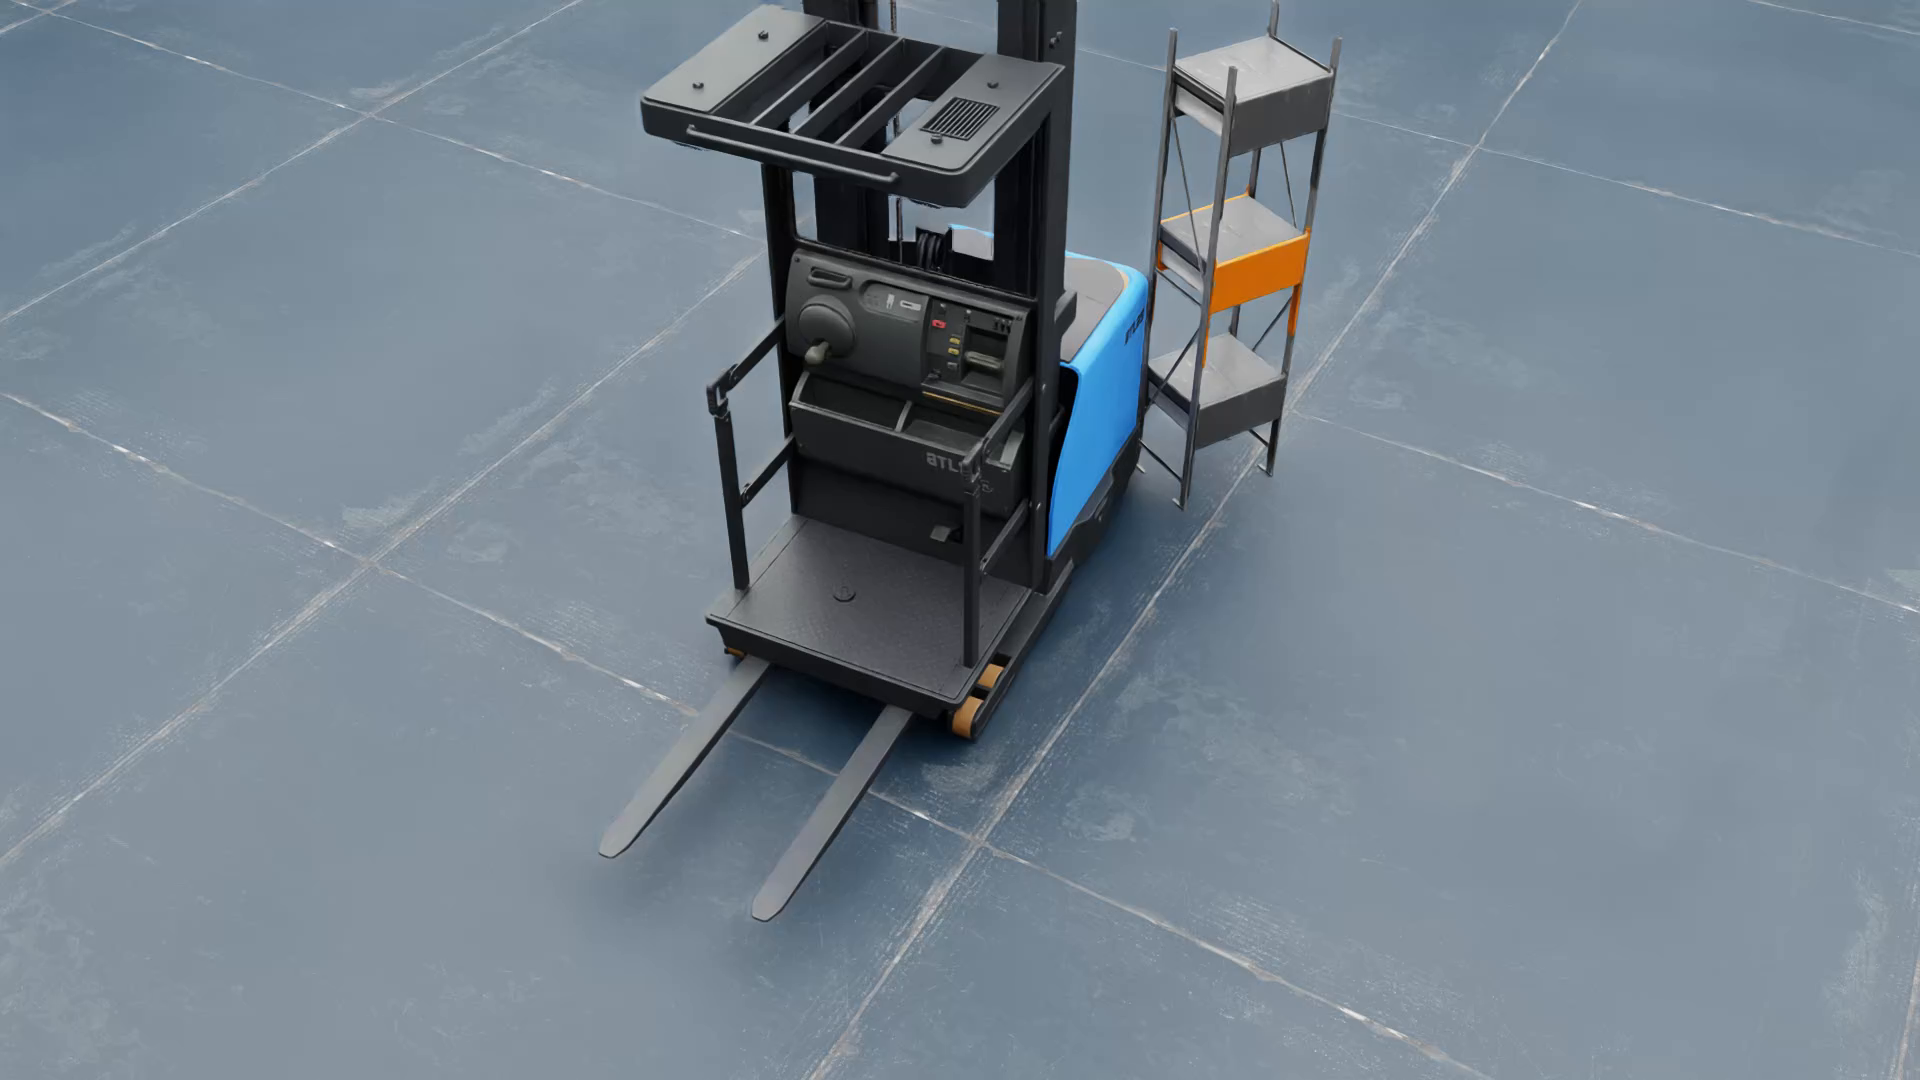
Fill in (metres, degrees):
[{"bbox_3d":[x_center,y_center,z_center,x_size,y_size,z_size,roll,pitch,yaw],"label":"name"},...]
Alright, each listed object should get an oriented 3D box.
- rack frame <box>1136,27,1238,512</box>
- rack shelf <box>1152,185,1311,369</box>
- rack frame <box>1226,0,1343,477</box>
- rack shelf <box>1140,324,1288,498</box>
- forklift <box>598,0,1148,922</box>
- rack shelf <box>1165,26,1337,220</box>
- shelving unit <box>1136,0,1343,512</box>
[{"bbox_3d":[0.898,-1.029,6.830,0.015,2.100,0.400,-21,46,-22],"label":"rack frame"},{"bbox_3d":[1.108,-1.100,6.931,0.480,0.518,0.431,-21,46,-22],"label":"rack shelf"},{"bbox_3d":[1.318,-1.192,7.015,0.015,2.100,0.400,-21,46,-22],"label":"rack frame"},{"bbox_3d":[1.108,-0.575,7.394,0.480,0.518,0.431,-21,46,-22],"label":"rack shelf"},{"bbox_3d":[-0.292,-0.671,5.794,1.130,2.935,3.031,17,44,19],"label":"forklift"},{"bbox_3d":[1.108,-1.626,6.469,0.480,0.518,0.431,-21,46,-22],"label":"rack shelf"},{"bbox_3d":[1.108,-1.111,6.922,0.503,2.100,0.431,-21,46,-22],"label":"shelving unit"}]
